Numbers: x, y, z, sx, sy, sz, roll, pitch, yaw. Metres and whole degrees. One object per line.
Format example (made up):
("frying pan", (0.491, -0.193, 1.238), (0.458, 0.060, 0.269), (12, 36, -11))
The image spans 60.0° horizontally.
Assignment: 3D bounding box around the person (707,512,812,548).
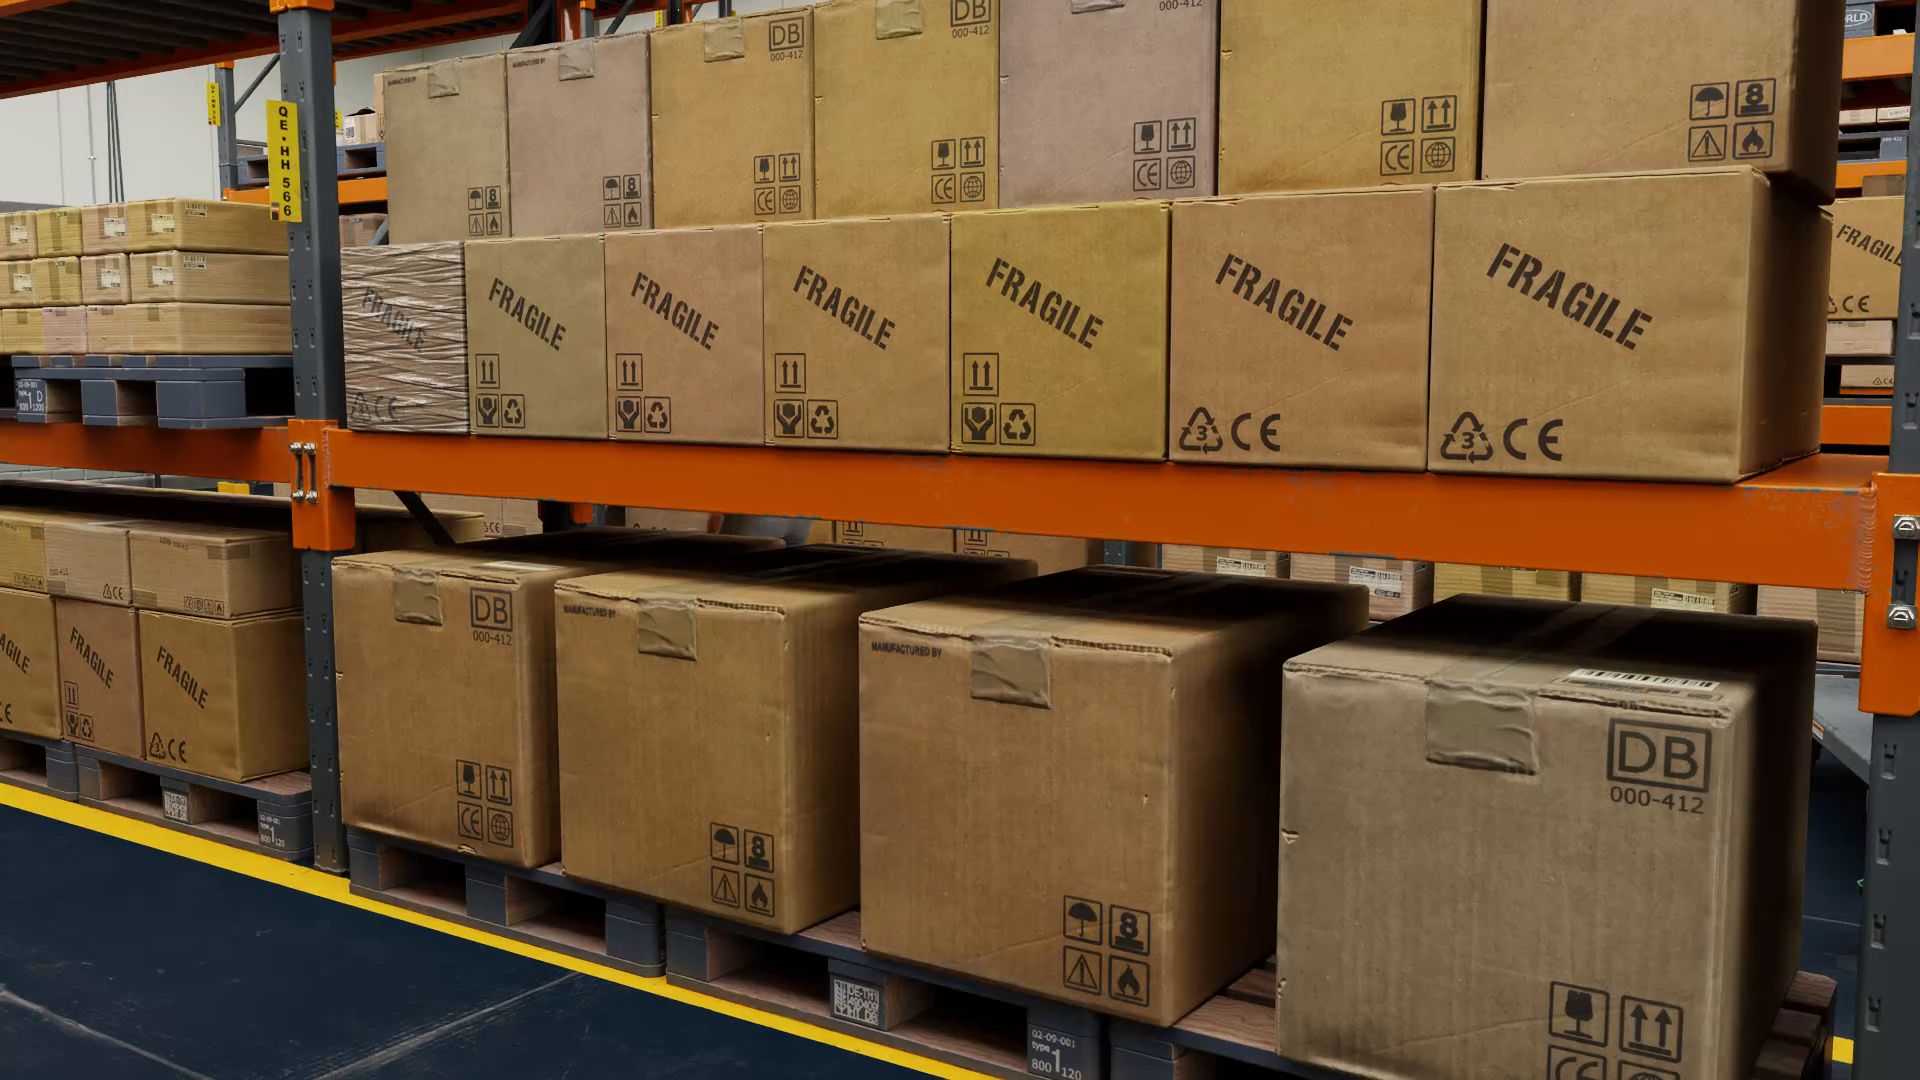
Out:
("person", (-0.828, -0.136, 6.883), (0.473, 1.773, 0.568), (4, 7, 32))
